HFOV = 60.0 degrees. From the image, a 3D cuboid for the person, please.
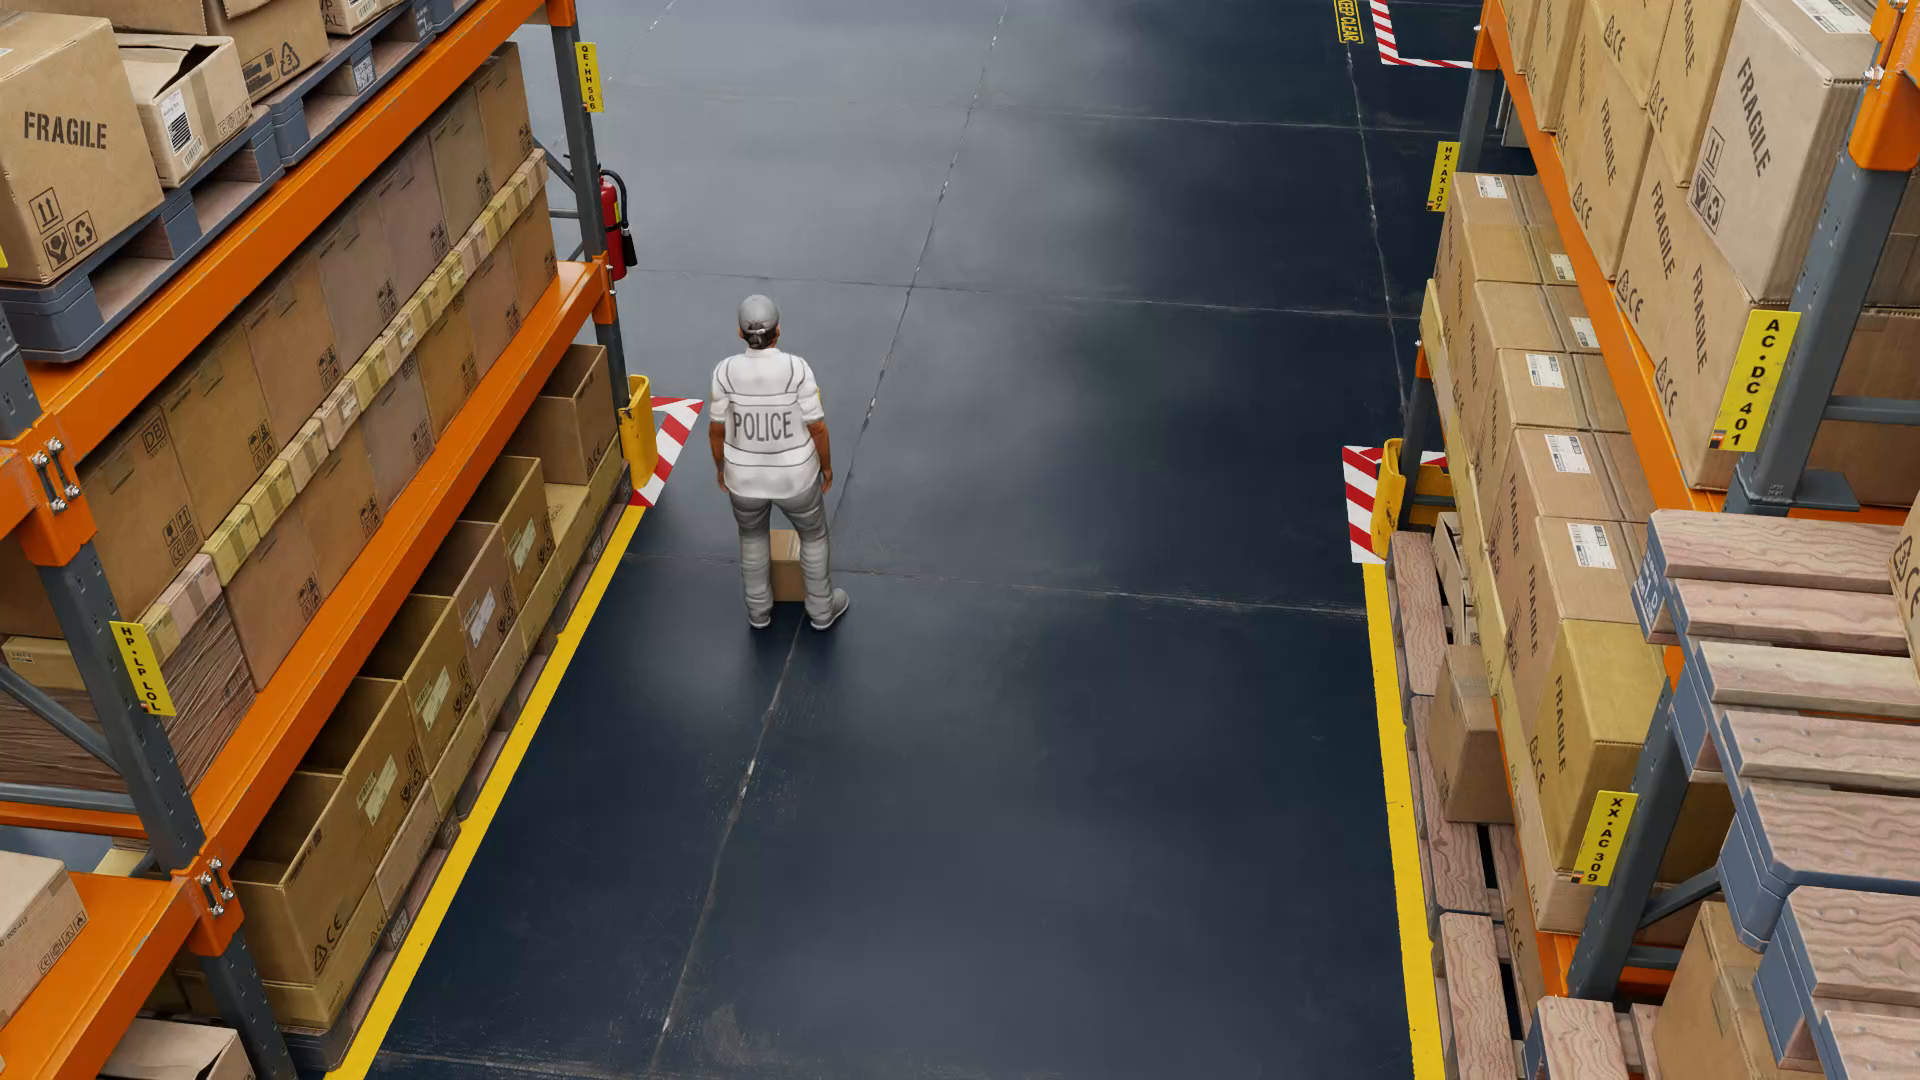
[{"bbox_3d":[-0.820,-0.316,7.463,0.563,1.665,0.471,1,36,2],"label":"person"}]
